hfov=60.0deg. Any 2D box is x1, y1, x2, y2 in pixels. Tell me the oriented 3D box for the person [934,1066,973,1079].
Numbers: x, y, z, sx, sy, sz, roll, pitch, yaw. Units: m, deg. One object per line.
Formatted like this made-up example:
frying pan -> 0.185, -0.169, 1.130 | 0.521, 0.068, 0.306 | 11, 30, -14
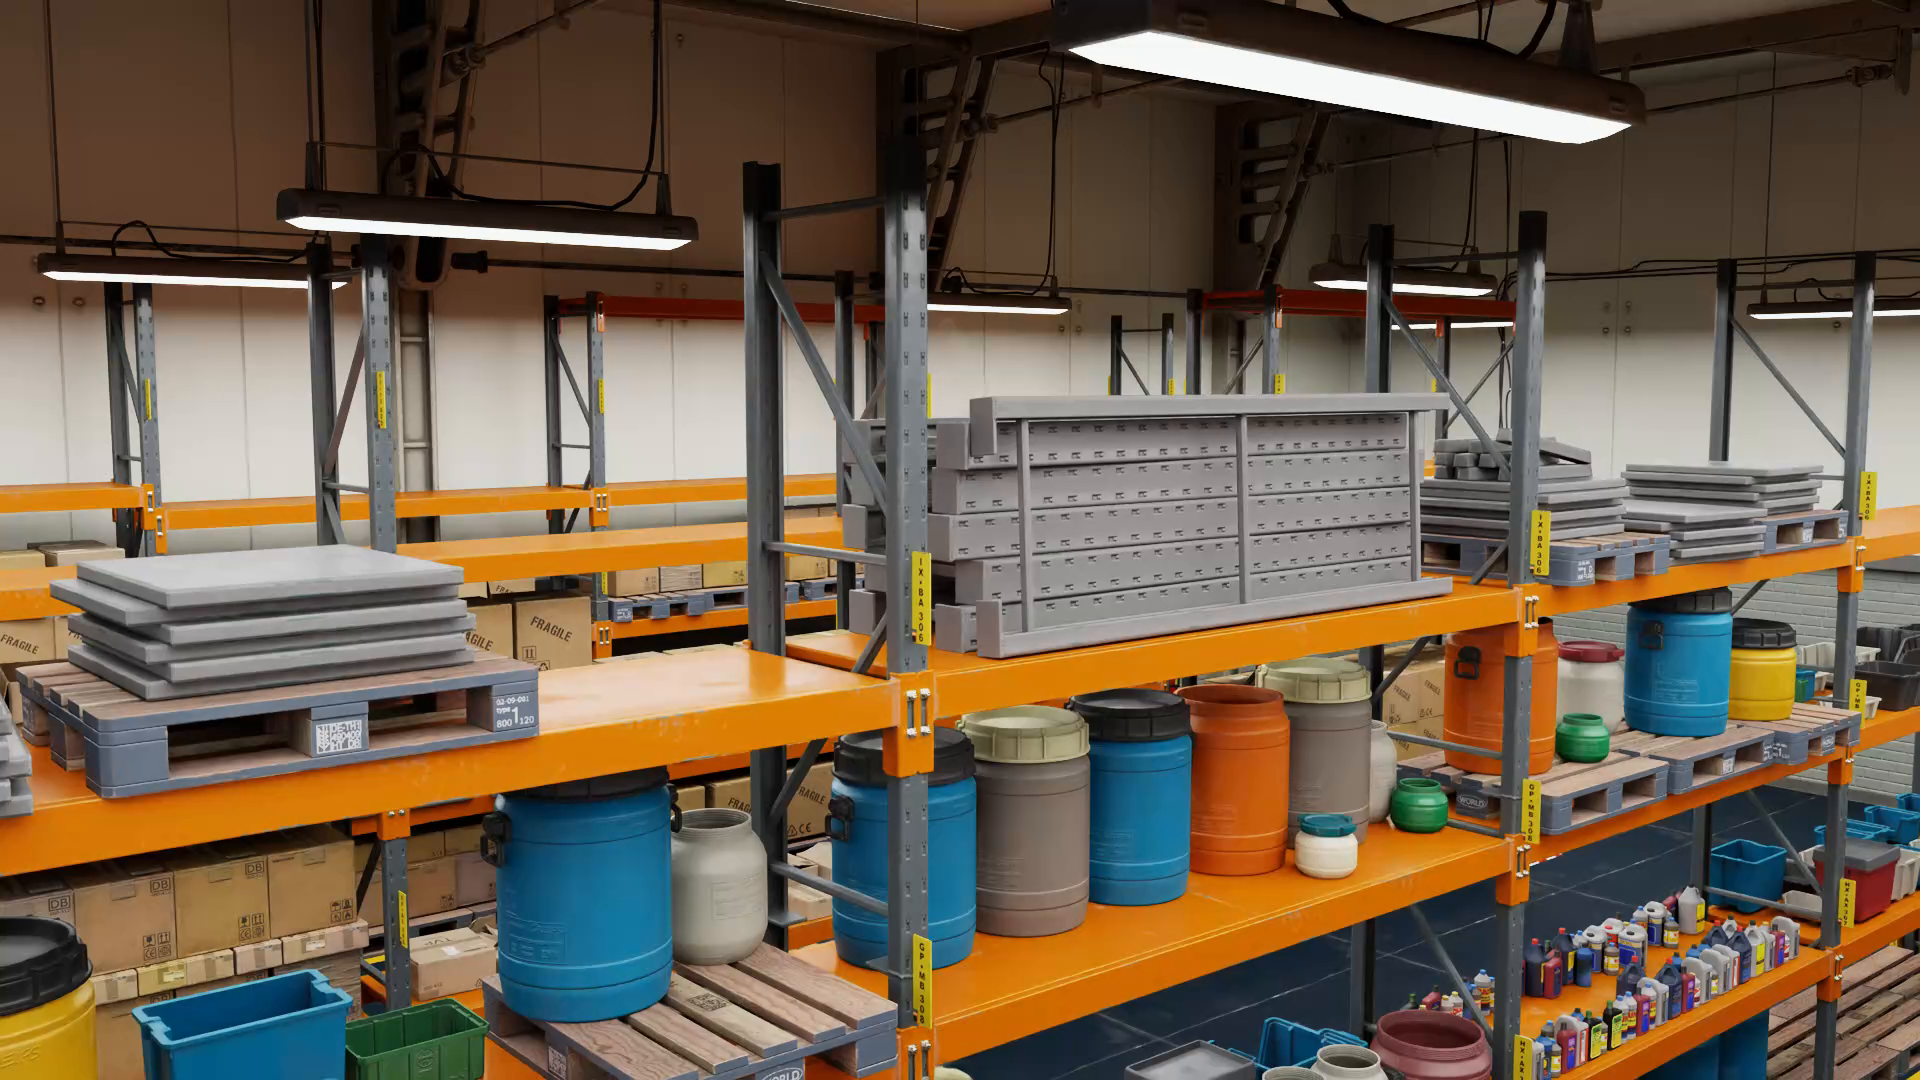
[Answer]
person -> -0.164, 3.459, 9.194 | 0.599, 1.701, 0.821 | 5, 8, 43
